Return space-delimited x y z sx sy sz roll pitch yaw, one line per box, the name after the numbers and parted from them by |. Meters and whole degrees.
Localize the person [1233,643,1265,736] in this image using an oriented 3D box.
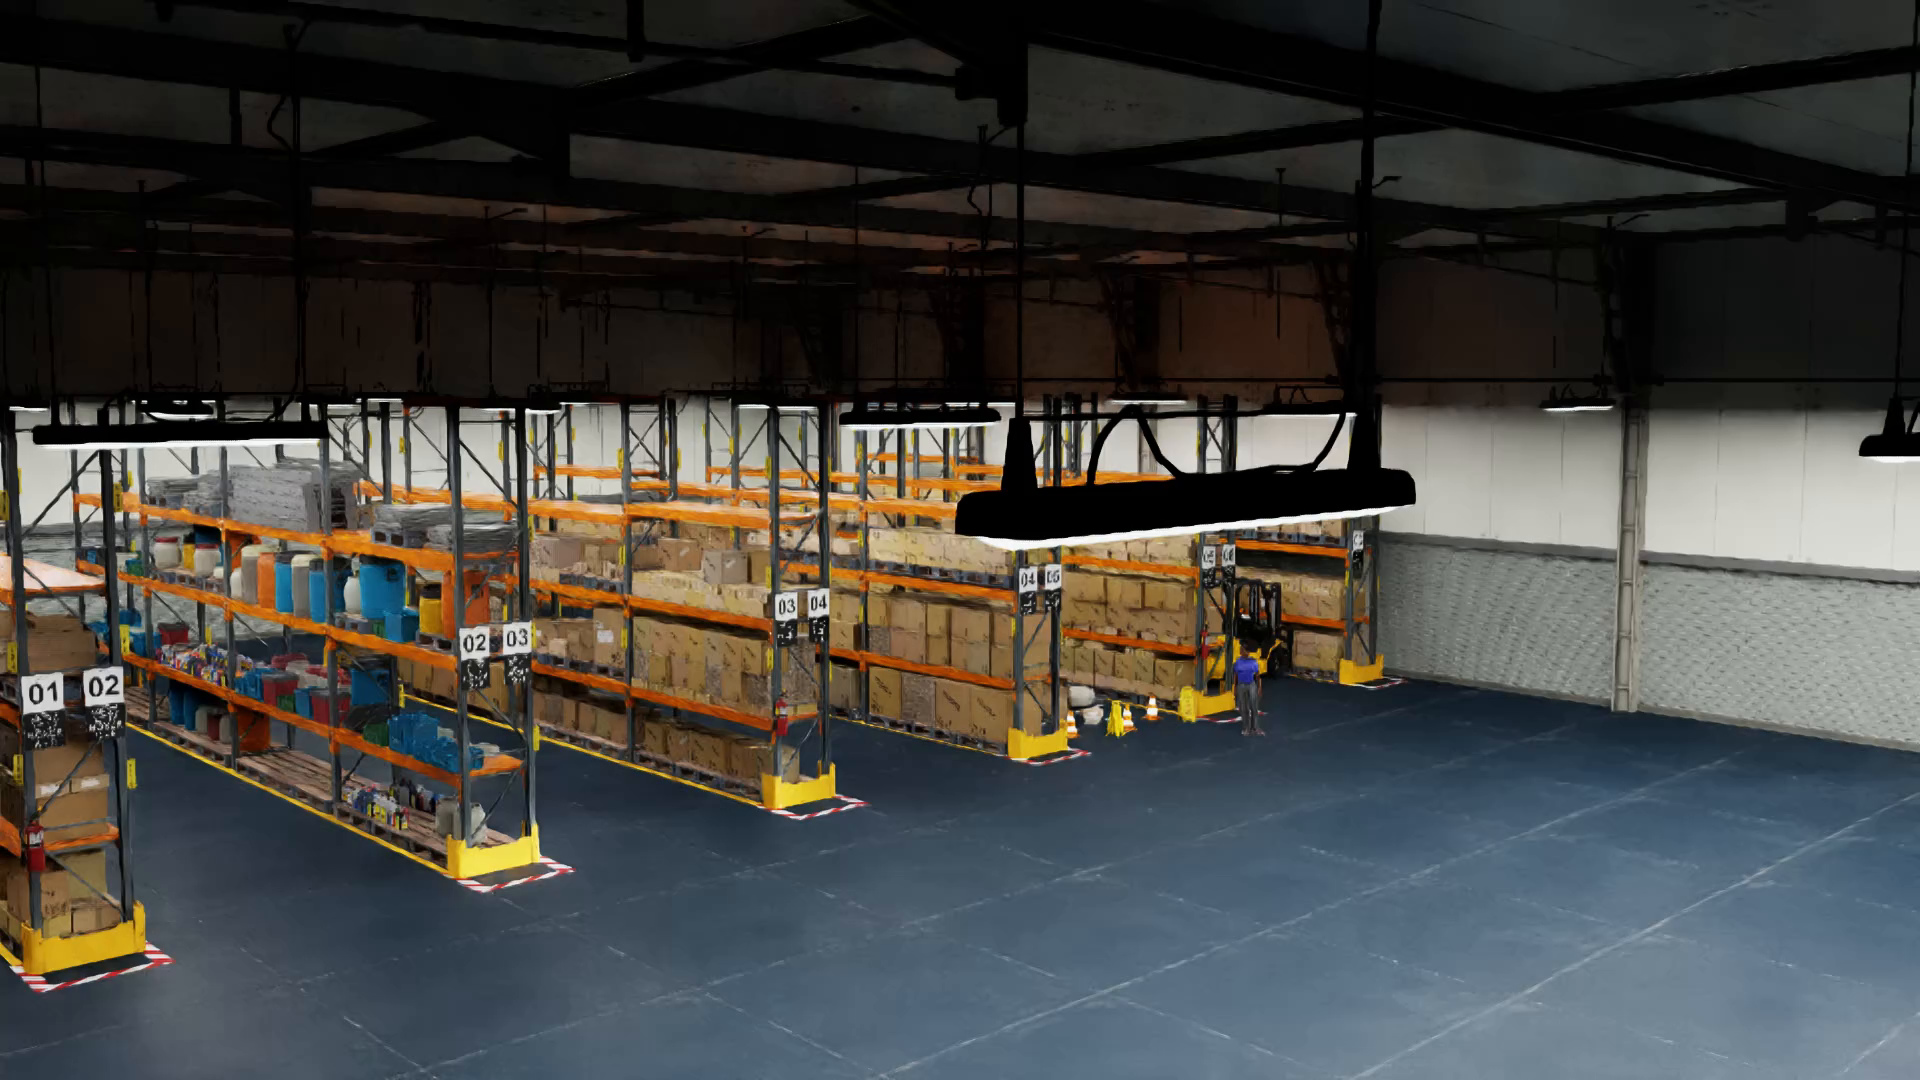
5.139 2.698 29.554 0.568 1.546 0.383 2 6 20 | person

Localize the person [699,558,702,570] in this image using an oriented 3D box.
-7.546 0.853 47.844 0.618 1.724 0.938 -2 6 -15 | person
